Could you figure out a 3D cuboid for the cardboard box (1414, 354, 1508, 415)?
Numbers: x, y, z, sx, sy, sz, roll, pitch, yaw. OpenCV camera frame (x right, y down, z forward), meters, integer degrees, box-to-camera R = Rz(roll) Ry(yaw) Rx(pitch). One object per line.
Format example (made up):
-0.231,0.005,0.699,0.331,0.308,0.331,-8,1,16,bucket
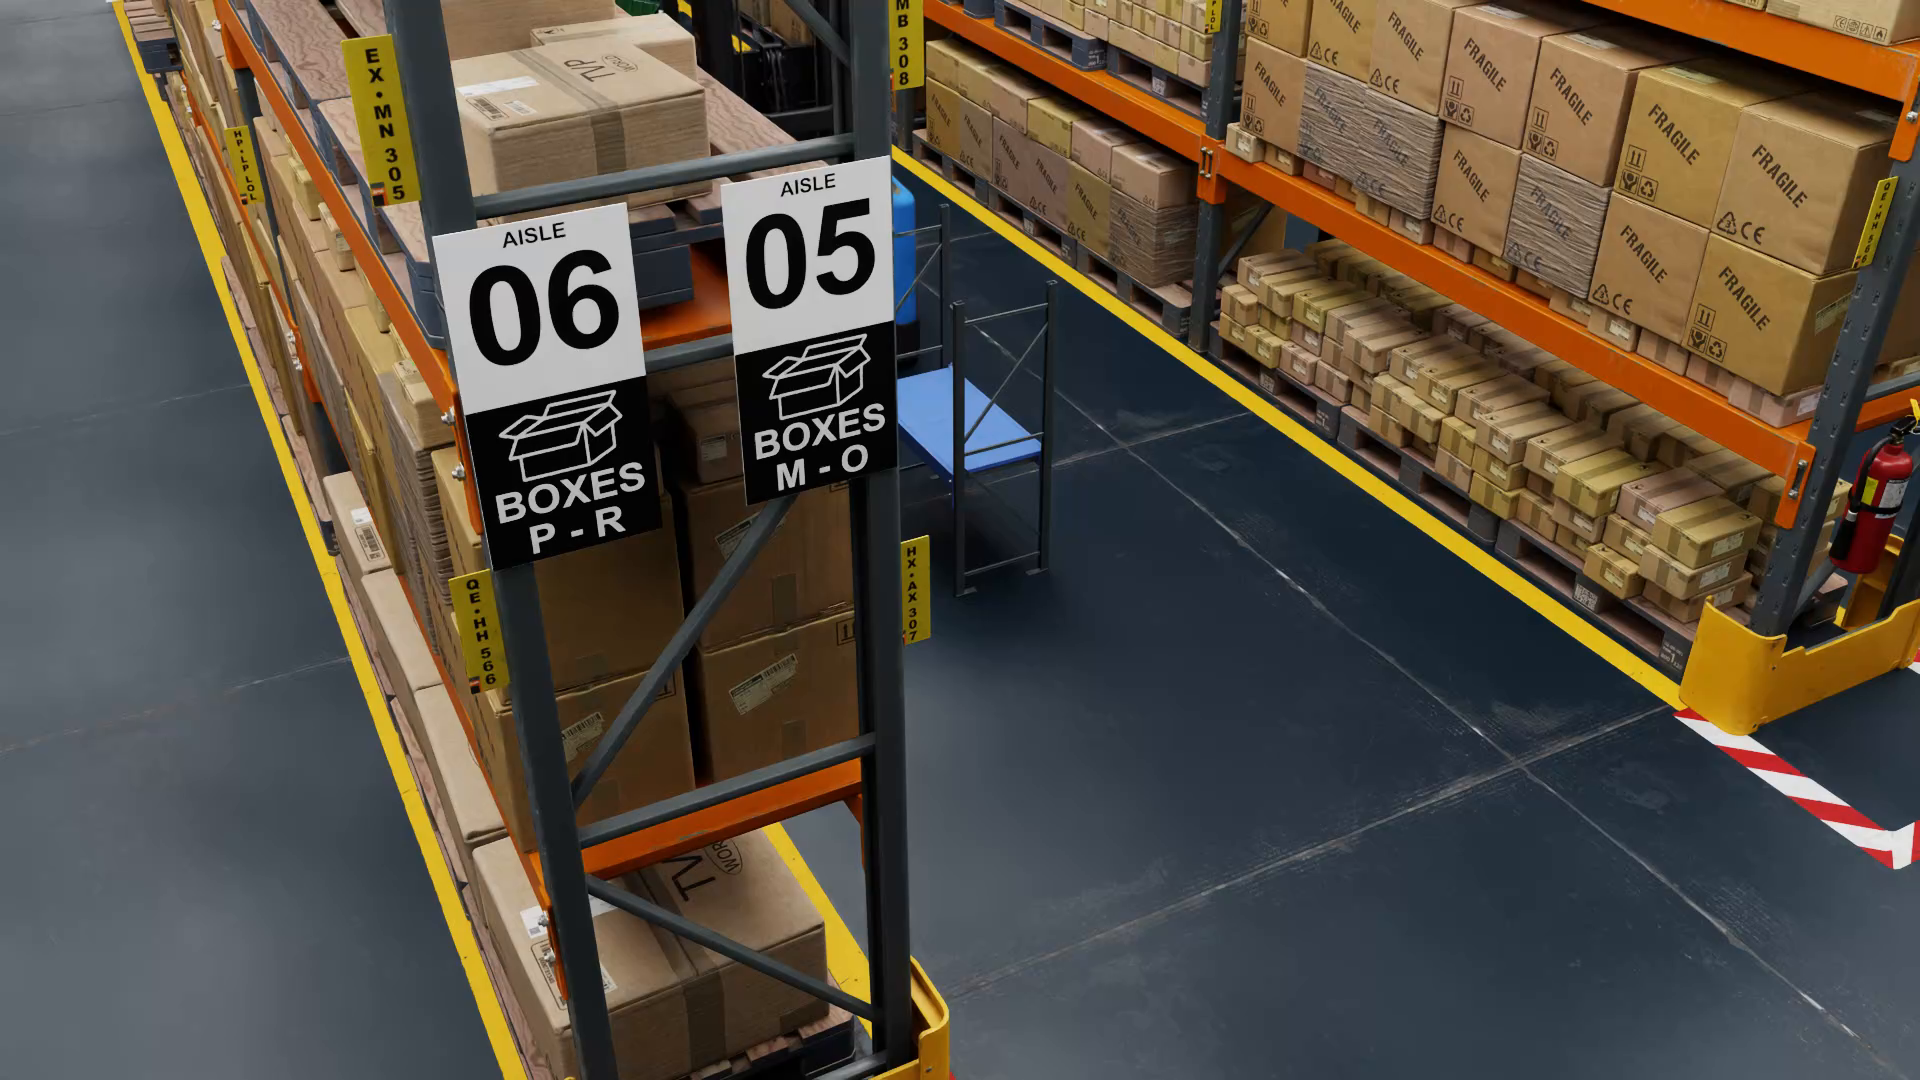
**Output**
2.532,-0.789,8.403,0.380,0.149,0.250,-16,36,-23,cardboard box

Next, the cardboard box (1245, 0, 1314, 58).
1.843,-2.842,8.611,0.500,0.500,0.500,-15,36,-22,cardboard box

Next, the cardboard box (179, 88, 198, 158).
-5.303,-3.202,12.514,0.950,0.372,0.625,-15,35,-22,cardboard box

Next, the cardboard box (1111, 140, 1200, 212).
1.278,-2.262,10.234,0.500,0.250,0.500,-17,36,-24,cardboard box

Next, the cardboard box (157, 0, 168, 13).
-4.806,-3.637,10.389,0.500,0.500,0.500,-17,36,-24,cardboard box

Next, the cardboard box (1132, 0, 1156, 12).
1.244,-3.246,9.829,0.380,0.149,0.250,-17,36,-25,cardboard box

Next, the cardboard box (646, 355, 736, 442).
-0.724,-0.411,4.490,0.380,0.149,0.250,-15,36,-22,cardboard box

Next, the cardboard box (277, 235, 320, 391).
-2.496,-0.990,6.921,0.500,0.500,0.500,-15,35,-22,cardboard box

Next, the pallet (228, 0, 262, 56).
-2.111,-2.070,6.002,1.003,0.211,1.213,-16,36,-23,pallet

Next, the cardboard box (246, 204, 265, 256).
-3.152,-1.568,8.056,0.500,0.250,0.500,-16,36,-24,cardboard box

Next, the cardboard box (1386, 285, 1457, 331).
2.573,-1.281,9.170,0.380,0.149,0.250,-15,35,-22,cardboard box

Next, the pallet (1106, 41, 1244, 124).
1.621,-2.851,10.097,1.003,0.211,1.213,-16,36,-23,pallet

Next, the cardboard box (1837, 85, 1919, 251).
3.739,-1.491,6.501,0.500,0.500,0.500,-16,36,-23,cardboard box

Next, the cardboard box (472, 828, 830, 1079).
-1.015,1.284,5.451,0.875,0.438,0.875,-17,36,-25,cardboard box

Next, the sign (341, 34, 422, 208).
-1.105,-0.801,3.192,0.100,0.325,0.005,-16,36,-23,sign

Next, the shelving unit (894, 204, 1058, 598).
-0.040,-0.672,7.909,0.538,1.500,1.048,-16,36,-23,shelving unit

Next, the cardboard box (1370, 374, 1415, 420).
2.370,-0.770,8.649,0.380,0.149,0.250,-16,36,-23,cardboard box

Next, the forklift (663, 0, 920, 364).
-1.267,-2.886,10.038,1.130,2.935,3.031,-13,35,-19,forklift

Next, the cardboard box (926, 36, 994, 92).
0.091,-3.490,12.149,0.500,0.250,0.500,-18,37,-25,cardboard box

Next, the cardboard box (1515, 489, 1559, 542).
2.901,-0.156,7.967,0.380,0.149,0.250,-15,36,-23,cardboard box

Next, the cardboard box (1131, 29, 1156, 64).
1.252,-2.985,9.972,0.380,0.149,0.250,-16,36,-23,cardboard box

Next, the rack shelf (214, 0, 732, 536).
-1.551,-1.243,5.296,1.077,0.370,4.000,-16,36,-23,rack shelf

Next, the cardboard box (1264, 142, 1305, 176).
1.877,-2.103,8.984,0.380,0.149,0.250,-15,36,-22,cardboard box

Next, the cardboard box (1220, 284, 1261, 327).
1.735,-1.379,9.599,0.380,0.149,0.250,-14,35,-21,cardboard box

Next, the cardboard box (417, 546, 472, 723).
-1.298,0.223,5.029,0.500,0.500,0.500,-17,36,-24,cardboard box

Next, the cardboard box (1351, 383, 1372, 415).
2.339,-0.792,8.959,0.380,0.149,0.250,-17,37,-25,cardboard box

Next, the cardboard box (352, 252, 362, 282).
-1.712,-0.911,5.270,0.380,0.149,0.250,-15,35,-22,cardboard box

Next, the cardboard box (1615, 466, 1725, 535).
3.176,-0.172,7.440,0.380,0.149,0.250,-15,36,-22,cardboard box

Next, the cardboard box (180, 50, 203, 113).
-4.343,-2.786,9.957,0.500,0.250,0.500,-17,36,-24,cardboard box

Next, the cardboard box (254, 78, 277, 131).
-2.566,-1.758,6.592,0.380,0.149,0.250,-16,36,-24,cardboard box

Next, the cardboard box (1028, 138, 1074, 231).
0.806,-2.436,11.199,0.500,0.500,0.500,-17,36,-24,cardboard box

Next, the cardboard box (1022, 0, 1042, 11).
0.634,-3.614,10.954,0.380,0.149,0.250,-15,36,-22,cardboard box

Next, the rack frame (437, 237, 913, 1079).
-0.618,0.672,4.421,1.000,3.000,0.127,-16,36,-23,rack frame

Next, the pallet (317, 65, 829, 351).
-0.974,-0.906,4.184,1.003,0.211,1.213,-16,36,-23,pallet

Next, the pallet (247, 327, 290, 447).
-3.483,-0.995,9.608,1.003,0.211,1.213,-16,36,-23,pallet

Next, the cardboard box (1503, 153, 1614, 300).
2.796,-1.425,7.326,0.500,0.500,0.500,-16,36,-23,cardboard box

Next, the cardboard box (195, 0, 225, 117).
-3.381,-2.342,8.106,0.500,0.500,0.500,-15,35,-22,cardboard box

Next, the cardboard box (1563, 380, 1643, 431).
3.221,-0.670,8.217,0.380,0.149,0.250,-14,35,-21,cardboard box

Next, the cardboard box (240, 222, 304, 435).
-3.271,-1.224,8.961,0.875,0.875,0.875,-15,36,-22,cardboard box

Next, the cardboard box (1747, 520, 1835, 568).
3.696,-0.038,7.506,0.380,0.149,0.250,-14,35,-21,cardboard box

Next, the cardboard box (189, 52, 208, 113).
-3.869,-2.502,9.050,0.500,0.250,0.500,-16,36,-23,cardboard box

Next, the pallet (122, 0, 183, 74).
-4.775,-3.379,10.921,1.213,0.211,1.003,-16,36,-23,pallet

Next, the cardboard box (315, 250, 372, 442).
-1.784,-0.681,5.513,0.500,0.500,0.500,-16,36,-23,cardboard box

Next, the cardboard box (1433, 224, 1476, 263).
2.514,-1.475,8.004,0.380,0.149,0.250,-14,35,-21,cardboard box

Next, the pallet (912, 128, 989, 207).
0.347,-2.892,12.568,1.003,0.211,1.213,-16,36,-23,pallet

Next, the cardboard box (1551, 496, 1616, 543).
2.971,-0.151,7.683,0.380,0.149,0.250,-17,37,-25,cardboard box

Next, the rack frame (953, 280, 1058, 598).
0.197,-0.430,7.530,0.500,1.500,0.032,-16,36,-23,rack frame

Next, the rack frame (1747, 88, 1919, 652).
3.714,-0.622,6.440,1.000,3.000,0.127,-16,36,-23,rack frame

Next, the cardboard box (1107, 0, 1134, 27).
1.120,-3.241,10.096,0.380,0.149,0.250,-17,36,-25,cardboard box

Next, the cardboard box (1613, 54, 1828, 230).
3.044,-1.608,6.683,0.500,0.500,0.500,-17,36,-25,cardboard box

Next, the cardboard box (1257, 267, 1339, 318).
1.902,-1.395,9.348,0.380,0.149,0.250,-14,35,-21,cardboard box

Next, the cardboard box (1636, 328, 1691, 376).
3.099,-0.844,7.020,0.380,0.149,0.250,-16,36,-24,cardboard box

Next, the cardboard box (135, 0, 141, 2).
-6.727,-4.605,14.121,0.500,0.500,0.500,-16,36,-24,cardboard box

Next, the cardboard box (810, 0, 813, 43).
-0.631,-4.399,14.031,1.050,0.750,0.750,-15,36,-22,cardboard box

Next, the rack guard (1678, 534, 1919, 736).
3.678,0.395,7.171,1.175,0.500,0.348,-16,36,-23,rack guard

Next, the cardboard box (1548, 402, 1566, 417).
3.032,-0.649,8.460,0.380,0.149,0.250,-14,35,-21,cardboard box
